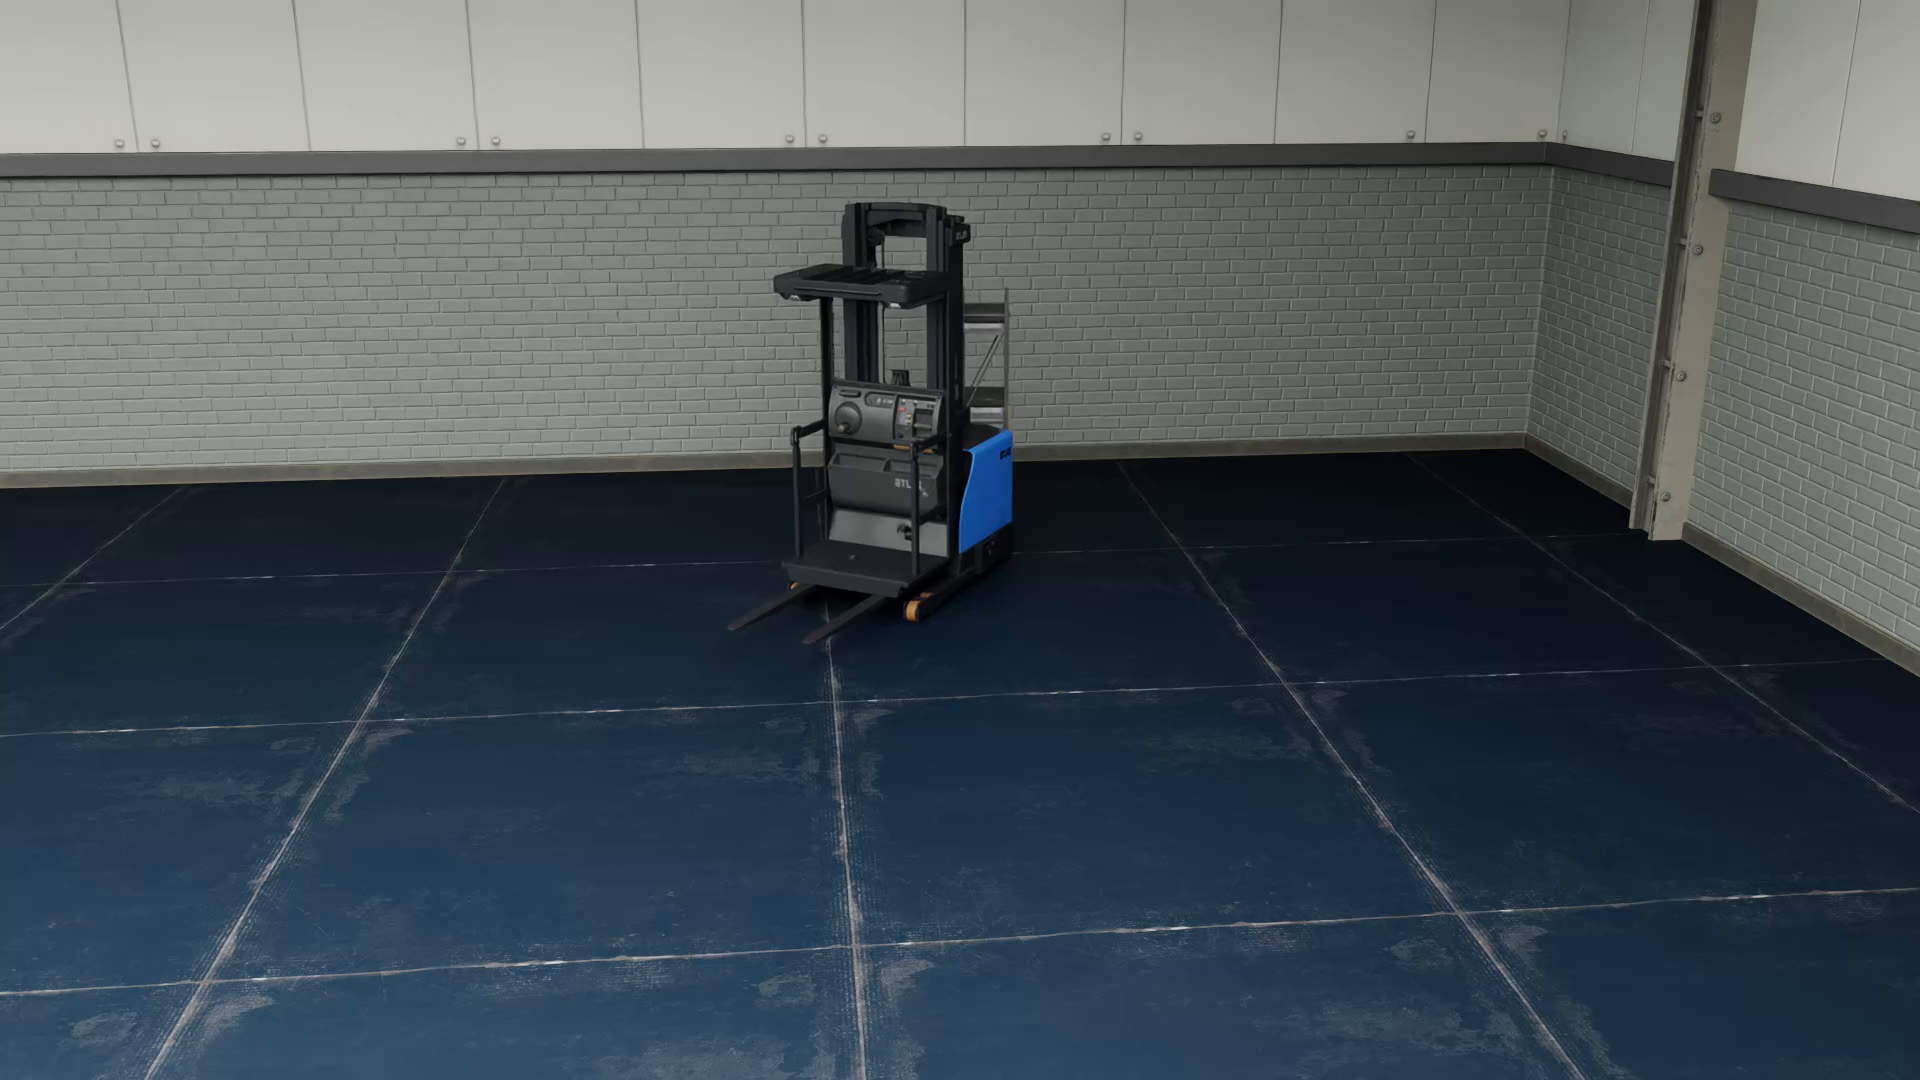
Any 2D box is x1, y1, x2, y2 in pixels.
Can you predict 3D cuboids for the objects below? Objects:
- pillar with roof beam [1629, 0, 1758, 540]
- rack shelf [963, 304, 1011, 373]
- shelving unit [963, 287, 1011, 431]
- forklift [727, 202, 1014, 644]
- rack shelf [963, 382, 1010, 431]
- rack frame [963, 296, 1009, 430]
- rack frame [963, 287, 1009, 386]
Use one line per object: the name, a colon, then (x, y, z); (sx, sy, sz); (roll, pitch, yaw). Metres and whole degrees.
pillar with roof beam: (1.736, -4.222, 12.601); (9.100, 9.000, 0.400); (-2, 18, -6)
rack shelf: (0.201, -1.690, 13.765); (0.431, 0.518, 0.480); (0, 17, 2)
shelving unit: (0.201, -1.036, 13.970); (0.431, 2.100, 0.503); (0, 17, 2)
forklift: (-0.654, -0.940, 12.278); (1.130, 2.935, 3.031); (8, 19, 25)
rack shelf: (0.201, -1.023, 13.974); (0.431, 0.518, 0.480); (0, 17, 2)
rack frame: (0.194, -0.963, 13.738); (0.400, 2.100, 0.015); (0, 17, 2)
rack frame: (0.208, -1.109, 14.203); (0.400, 2.100, 0.015); (0, 17, 2)
